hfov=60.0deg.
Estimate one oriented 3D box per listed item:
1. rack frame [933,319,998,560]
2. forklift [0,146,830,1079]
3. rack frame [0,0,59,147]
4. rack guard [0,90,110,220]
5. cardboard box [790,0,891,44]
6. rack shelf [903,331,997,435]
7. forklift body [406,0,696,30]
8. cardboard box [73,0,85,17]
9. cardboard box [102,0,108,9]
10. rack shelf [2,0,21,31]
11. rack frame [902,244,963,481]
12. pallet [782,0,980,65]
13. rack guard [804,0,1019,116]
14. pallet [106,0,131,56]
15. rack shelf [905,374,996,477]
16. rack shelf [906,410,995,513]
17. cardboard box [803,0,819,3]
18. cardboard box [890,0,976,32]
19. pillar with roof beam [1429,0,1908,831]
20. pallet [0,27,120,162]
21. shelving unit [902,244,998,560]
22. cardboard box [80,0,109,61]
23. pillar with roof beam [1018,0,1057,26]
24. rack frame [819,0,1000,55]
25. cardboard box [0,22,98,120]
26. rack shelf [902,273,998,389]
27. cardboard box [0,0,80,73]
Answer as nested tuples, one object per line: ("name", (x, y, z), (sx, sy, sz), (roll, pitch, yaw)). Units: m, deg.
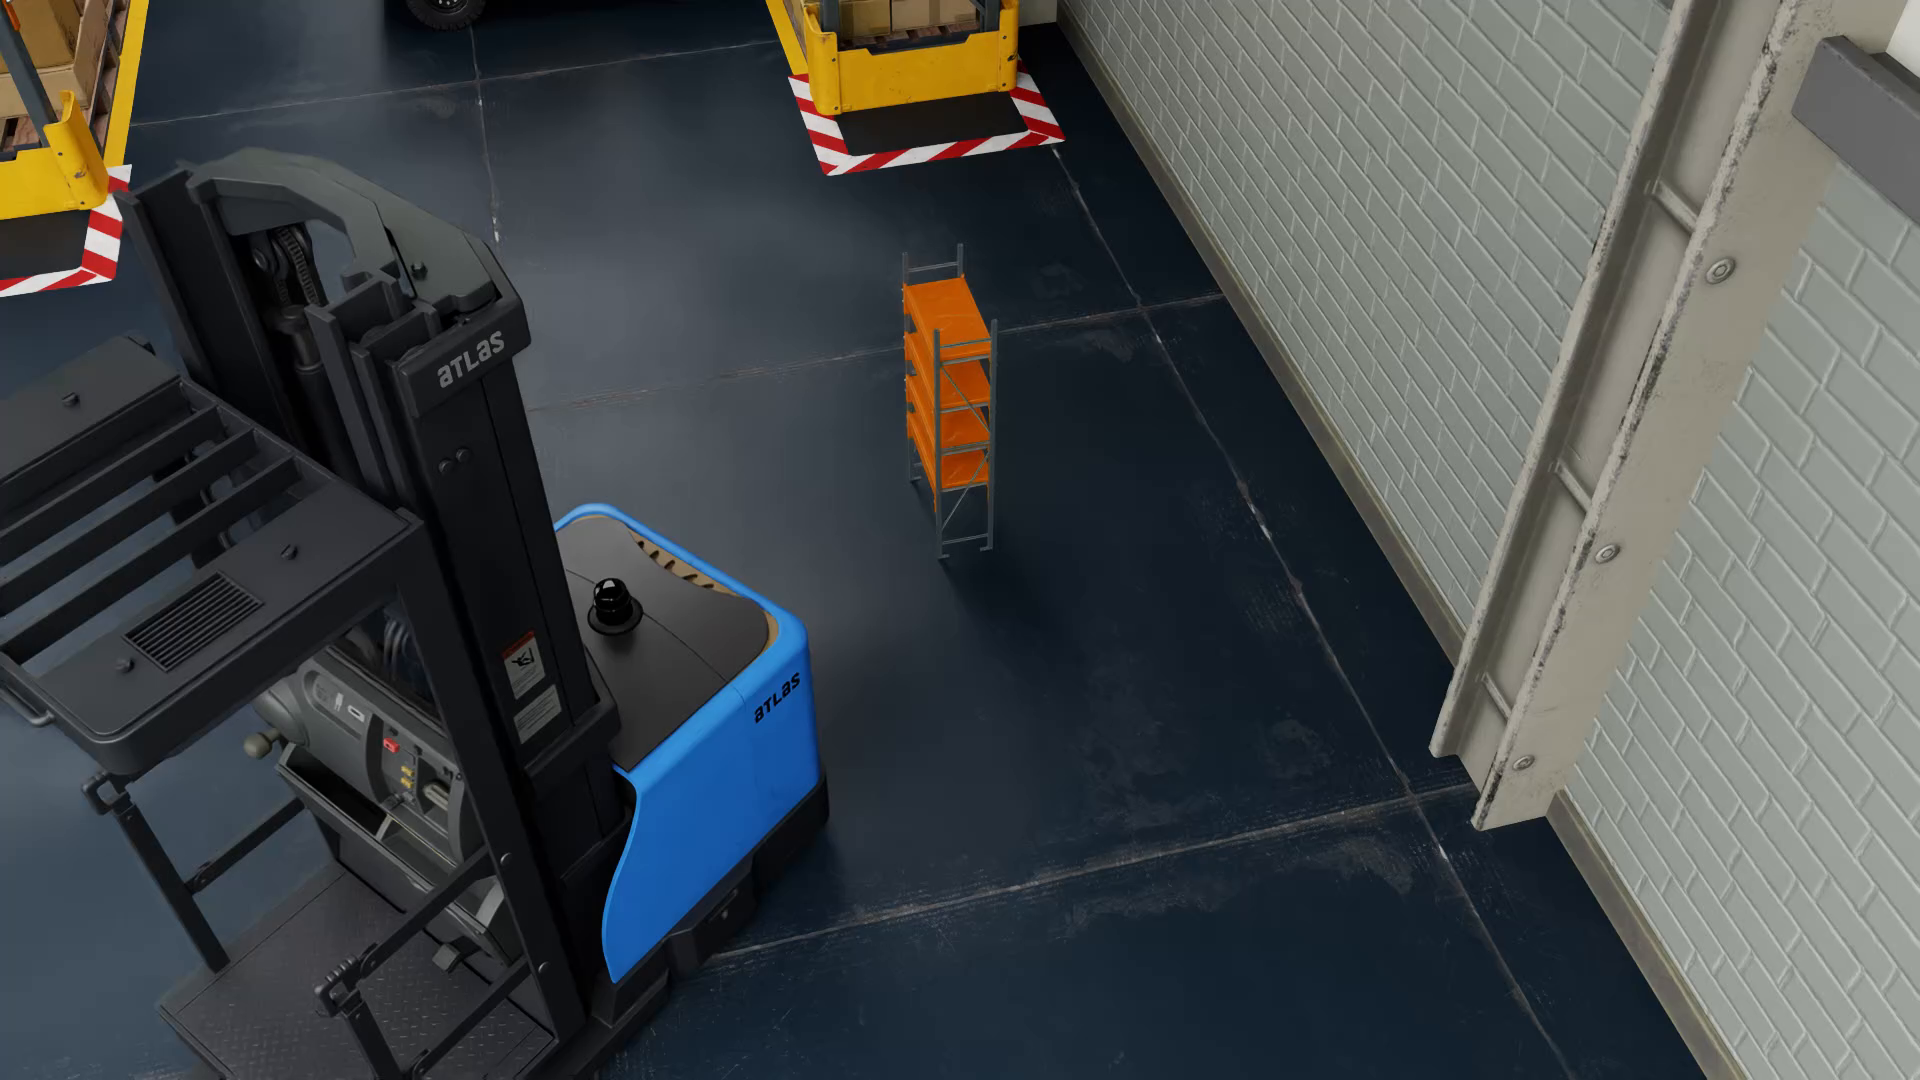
("rack frame", (0.020, -0.366, 6.519), (0.240, 1.200, 0.015), (-11, 47, -10))
("forklift", (-1.760, 0.618, 4.343), (1.130, 2.935, 3.031), (29, 52, 25))
("rack frame", (-5.070, -2.755, 7.600), (1.000, 3.000, 0.127), (-11, 47, -10))
("rack guard", (-5.090, -1.932, 8.544), (1.175, 0.500, 0.348), (-11, 47, -10))
("cardboard box", (-0.699, -3.116, 9.585), (0.500, 0.250, 0.500), (-10, 46, -10))
("rack shelf", (-0.042, -0.644, 6.572), (0.258, 0.148, 0.480), (-11, 47, -10))
("forklift body", (-2.522, -4.343, 9.751), (2.313, 2.155, 1.214), (-11, 47, -10))
("cardboard box", (-5.154, -3.186, 9.129), (0.500, 0.500, 0.500), (-12, 47, -12))
("cardboard box", (-5.285, -3.275, 9.741), (0.500, 0.250, 0.500), (-8, 46, -8))
("rack shelf", (-5.582, -3.884, 9.210), (1.077, 0.370, 4.000), (-11, 47, -10))
("rack frame", (-0.105, -0.703, 6.849), (0.240, 1.200, 0.015), (-11, 47, -10))
("pallet", (-0.509, -3.209, 9.998), (1.003, 0.211, 1.213), (-11, 47, -10))
("rack guard", (-0.267, -2.773, 9.369), (1.175, 0.500, 0.348), (-11, 47, -10))
("pallet", (-5.572, -3.239, 10.027), (1.003, 0.211, 1.213), (-11, 47, -10))
("rack shelf", (-0.042, -0.487, 6.732), (0.258, 0.148, 0.480), (-11, 47, -10))
("rack shelf", (-0.042, -0.348, 6.874), (0.258, 0.148, 0.480), (-11, 47, -10))
("cardboard box", (-0.700, -3.303, 9.419), (0.500, 0.250, 0.500), (-11, 47, -11))
("cardboard box", (-0.210, -3.224, 9.692), (0.500, 0.250, 0.500), (-11, 47, -10))
("pillar with roof beam", (-2.206, -1.481, 2.151), (9.100, 9.000, 0.400), (-11, 47, -10))
("pallet", (-5.264, -2.399, 9.204), (1.003, 0.211, 1.213), (-11, 47, -10))
("shelving unit", (-0.042, -0.534, 6.684), (0.258, 1.200, 0.503), (-11, 47, -10))
("cardboard box", (-5.133, -2.901, 9.374), (0.500, 0.250, 0.500), (-9, 46, -9))
("pillar with roof beam", (-3.742, -5.623, 6.211), (9.100, 9.000, 0.400), (-11, 47, -10))
("rack frame", (-0.273, -3.665, 8.492), (1.000, 3.000, 0.127), (-11, 47, -10))
("cardboard box", (-5.010, -2.547, 9.028), (0.500, 0.250, 0.500), (-11, 47, -11))
("rack shelf", (-0.042, -0.809, 6.404), (0.258, 0.148, 0.480), (-11, 47, -10))
("cardboard box", (-5.016, -2.826, 8.776), (0.500, 0.500, 0.500), (-12, 47, -12))
